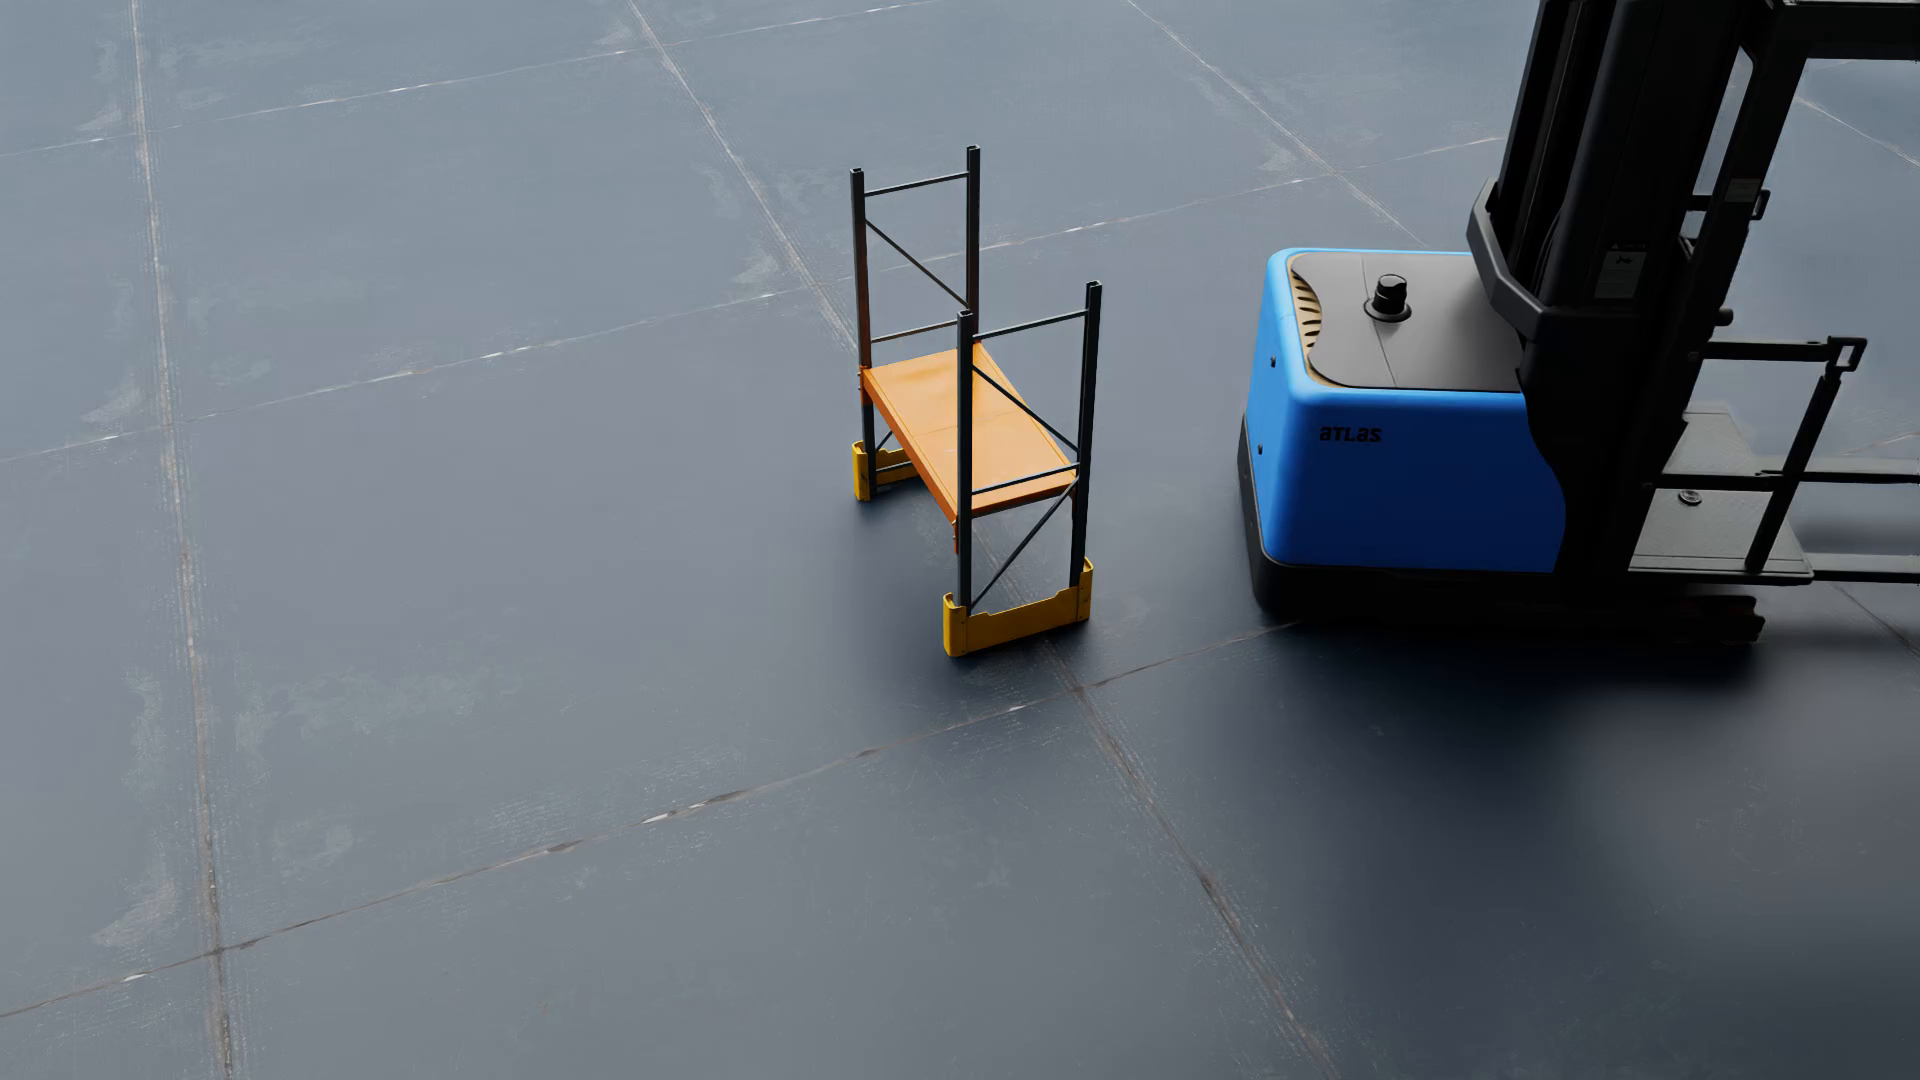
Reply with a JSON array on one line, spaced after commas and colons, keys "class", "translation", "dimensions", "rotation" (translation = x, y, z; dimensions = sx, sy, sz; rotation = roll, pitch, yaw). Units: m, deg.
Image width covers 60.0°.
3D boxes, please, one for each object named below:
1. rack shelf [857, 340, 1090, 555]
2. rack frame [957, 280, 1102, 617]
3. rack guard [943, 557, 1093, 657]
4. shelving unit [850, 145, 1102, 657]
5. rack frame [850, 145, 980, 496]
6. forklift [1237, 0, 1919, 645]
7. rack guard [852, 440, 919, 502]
[{"class": "rack shelf", "translation": [0.033, -0.381, 6.319], "dimensions": [0.538, 0.185, 1.000], "rotation": [-15, 43, -17]}, {"class": "rack frame", "translation": [0.227, -0.211, 5.845], "dimensions": [0.500, 1.500, 0.032], "rotation": [-15, 43, -17]}, {"class": "rack guard", "translation": [0.220, 0.251, 6.266], "dimensions": [0.587, 0.250, 0.087], "rotation": [-15, 43, -17]}, {"class": "shelving unit", "translation": [0.029, -0.523, 6.208], "dimensions": [0.587, 1.500, 1.083], "rotation": [-15, 43, -17]}, {"class": "rack frame", "translation": [-0.162, -0.823, 6.557], "dimensions": [0.500, 1.500, 0.032], "rotation": [-15, 43, -17]}, {"class": "forklift", "translation": [2.663, -1.072, 5.748], "dimensions": [3.031, 2.935, 1.130], "rotation": [2, 41, 2]}, {"class": "rack guard", "translation": [-0.161, -0.349, 6.964], "dimensions": [0.587, 0.250, 0.087], "rotation": [-15, 43, -17]}]
